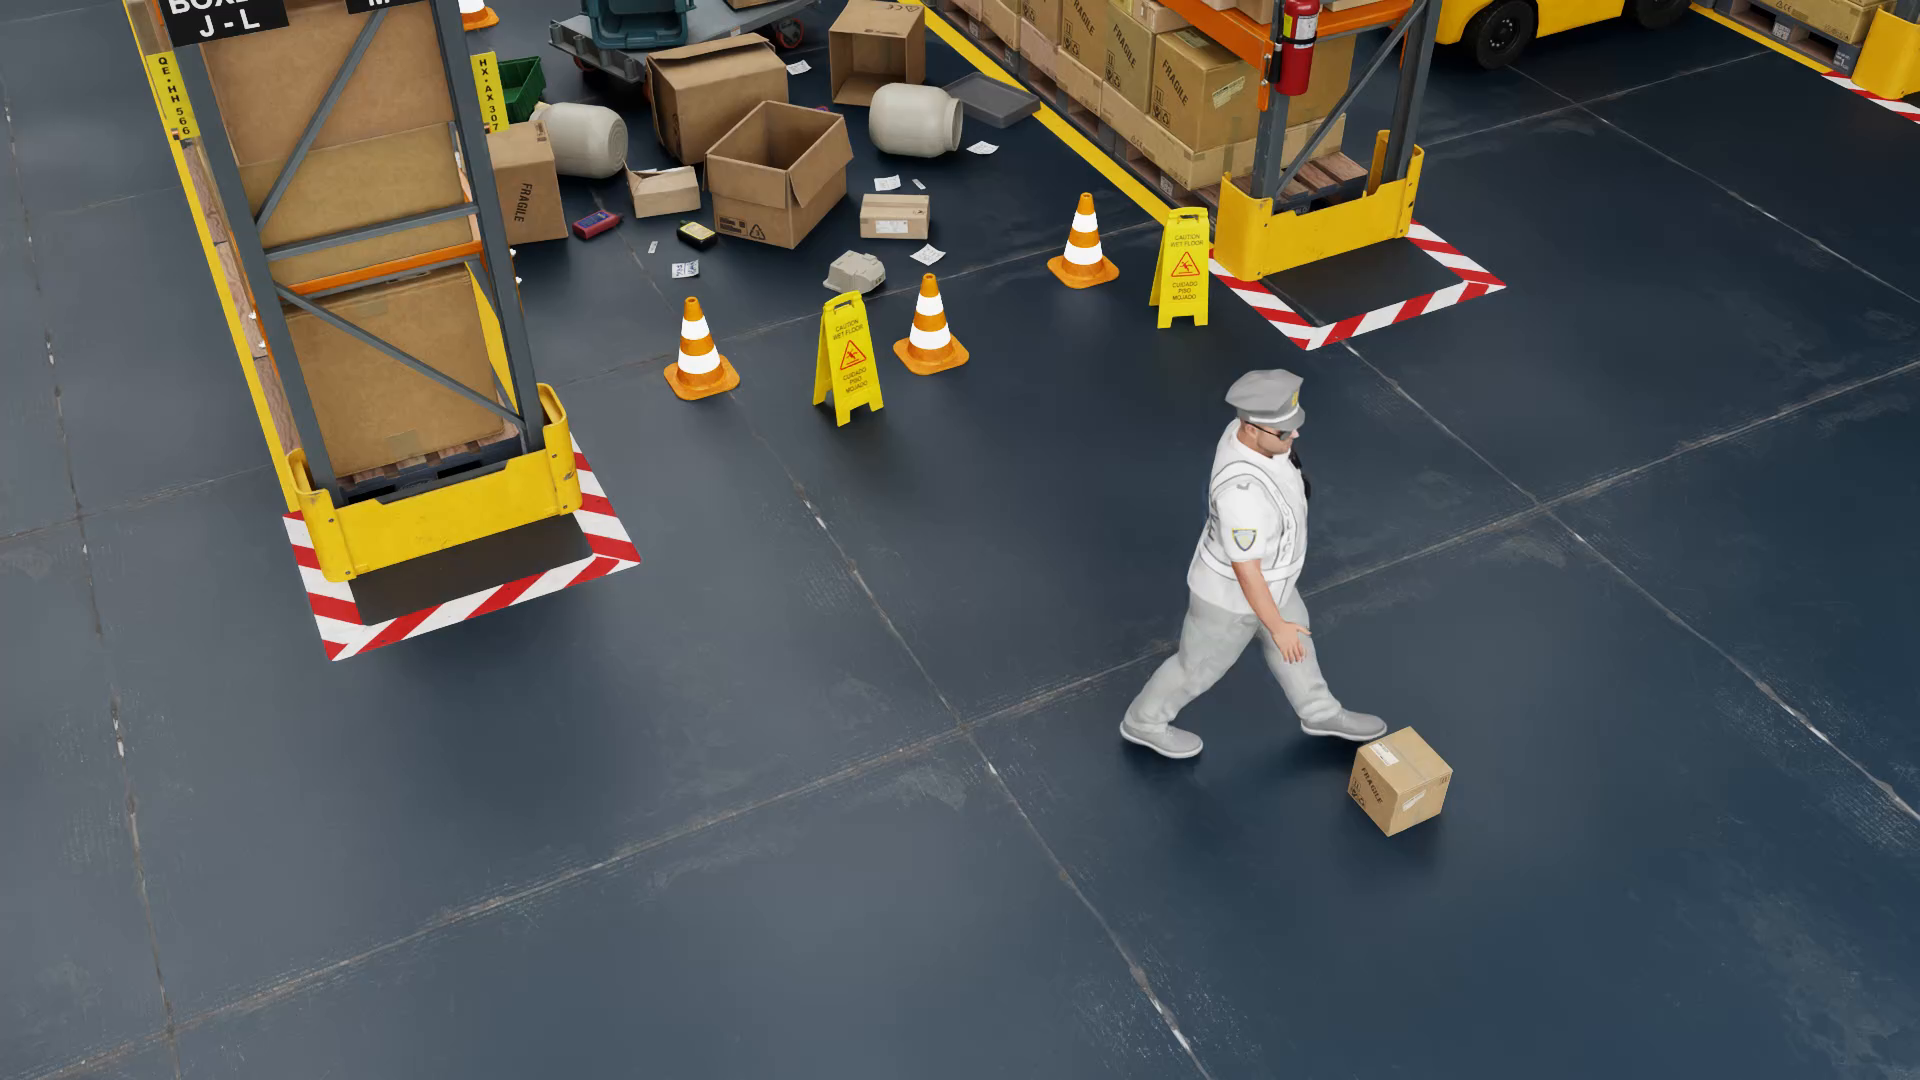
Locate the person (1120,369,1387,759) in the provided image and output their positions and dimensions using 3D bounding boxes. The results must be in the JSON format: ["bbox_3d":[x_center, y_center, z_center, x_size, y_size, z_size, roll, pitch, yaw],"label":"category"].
[{"bbox_3d":[1.137,0.154,5.962,0.999,1.712,0.570,12,42,14],"label":"person"}]
